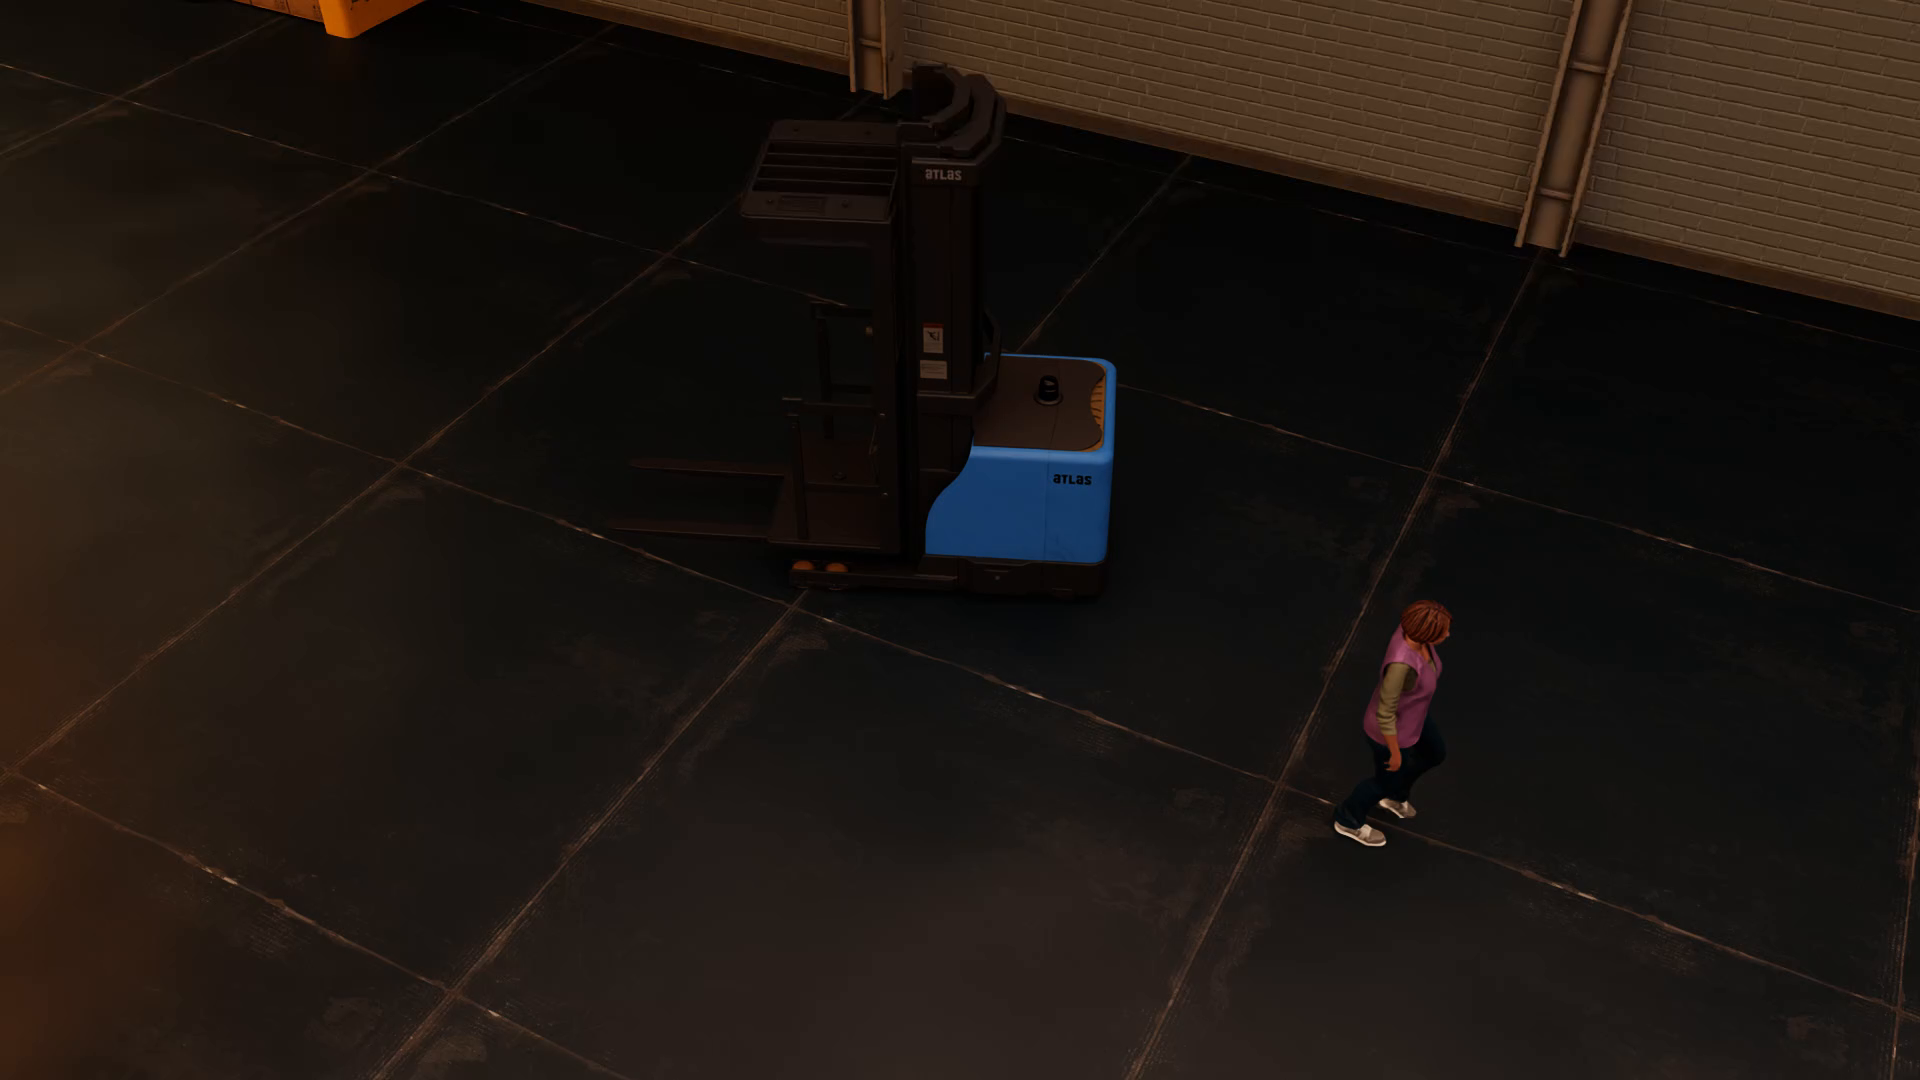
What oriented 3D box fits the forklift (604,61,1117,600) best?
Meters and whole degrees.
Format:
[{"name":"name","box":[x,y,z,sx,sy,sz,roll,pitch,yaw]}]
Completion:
[{"name":"forklift","box":[-0.606,-1.157,9.360,3.031,2.935,1.130,3,40,4]}]

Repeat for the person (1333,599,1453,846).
[{"name":"person","box":[2.127,0.904,7.997,0.454,1.594,0.512,16,43,18]}]
